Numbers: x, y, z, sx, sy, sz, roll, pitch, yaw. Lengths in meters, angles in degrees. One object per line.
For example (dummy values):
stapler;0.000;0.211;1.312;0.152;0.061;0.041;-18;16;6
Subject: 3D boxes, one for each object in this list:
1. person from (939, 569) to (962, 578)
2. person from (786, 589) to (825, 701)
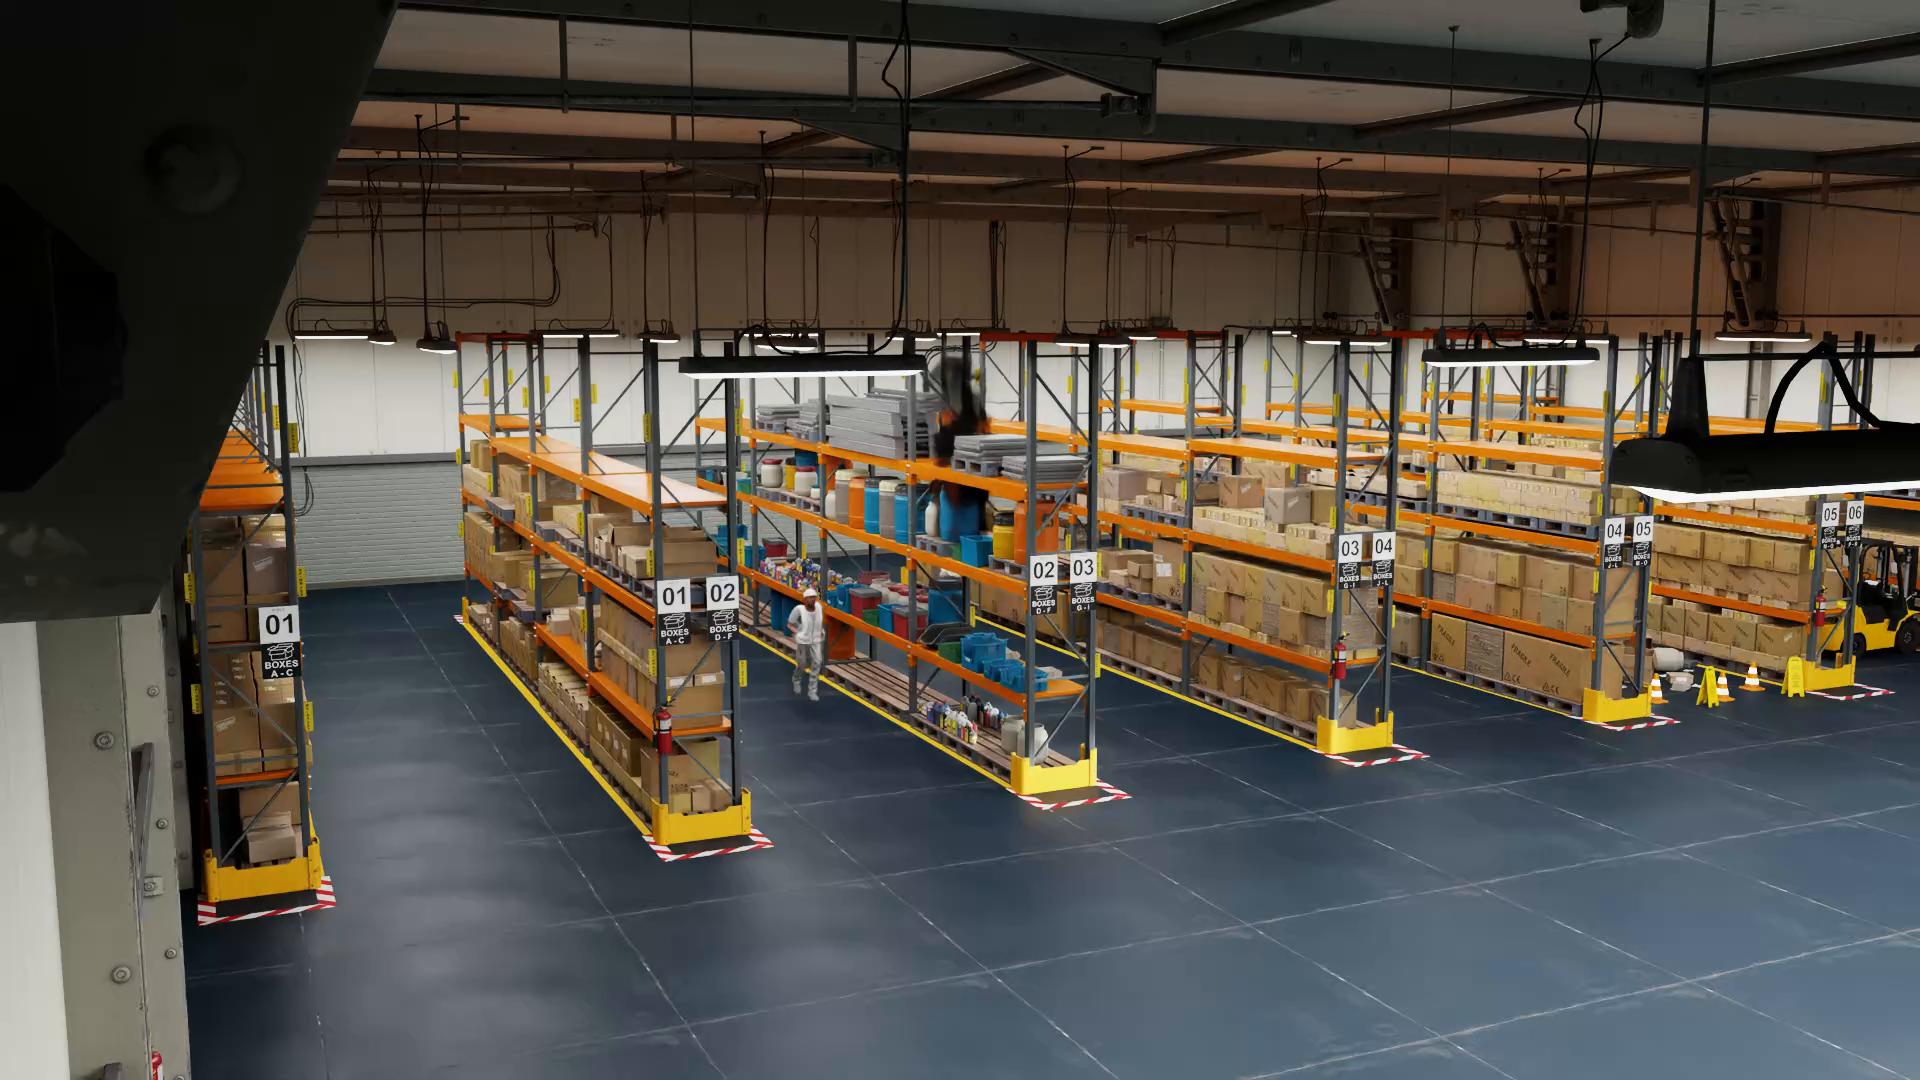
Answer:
person;-0.146;1.042;33.177;0.625;1.654;0.724;-4;9;-30
person;-2.429;1.641;26.522;0.707;1.772;0.909;-5;9;-30
